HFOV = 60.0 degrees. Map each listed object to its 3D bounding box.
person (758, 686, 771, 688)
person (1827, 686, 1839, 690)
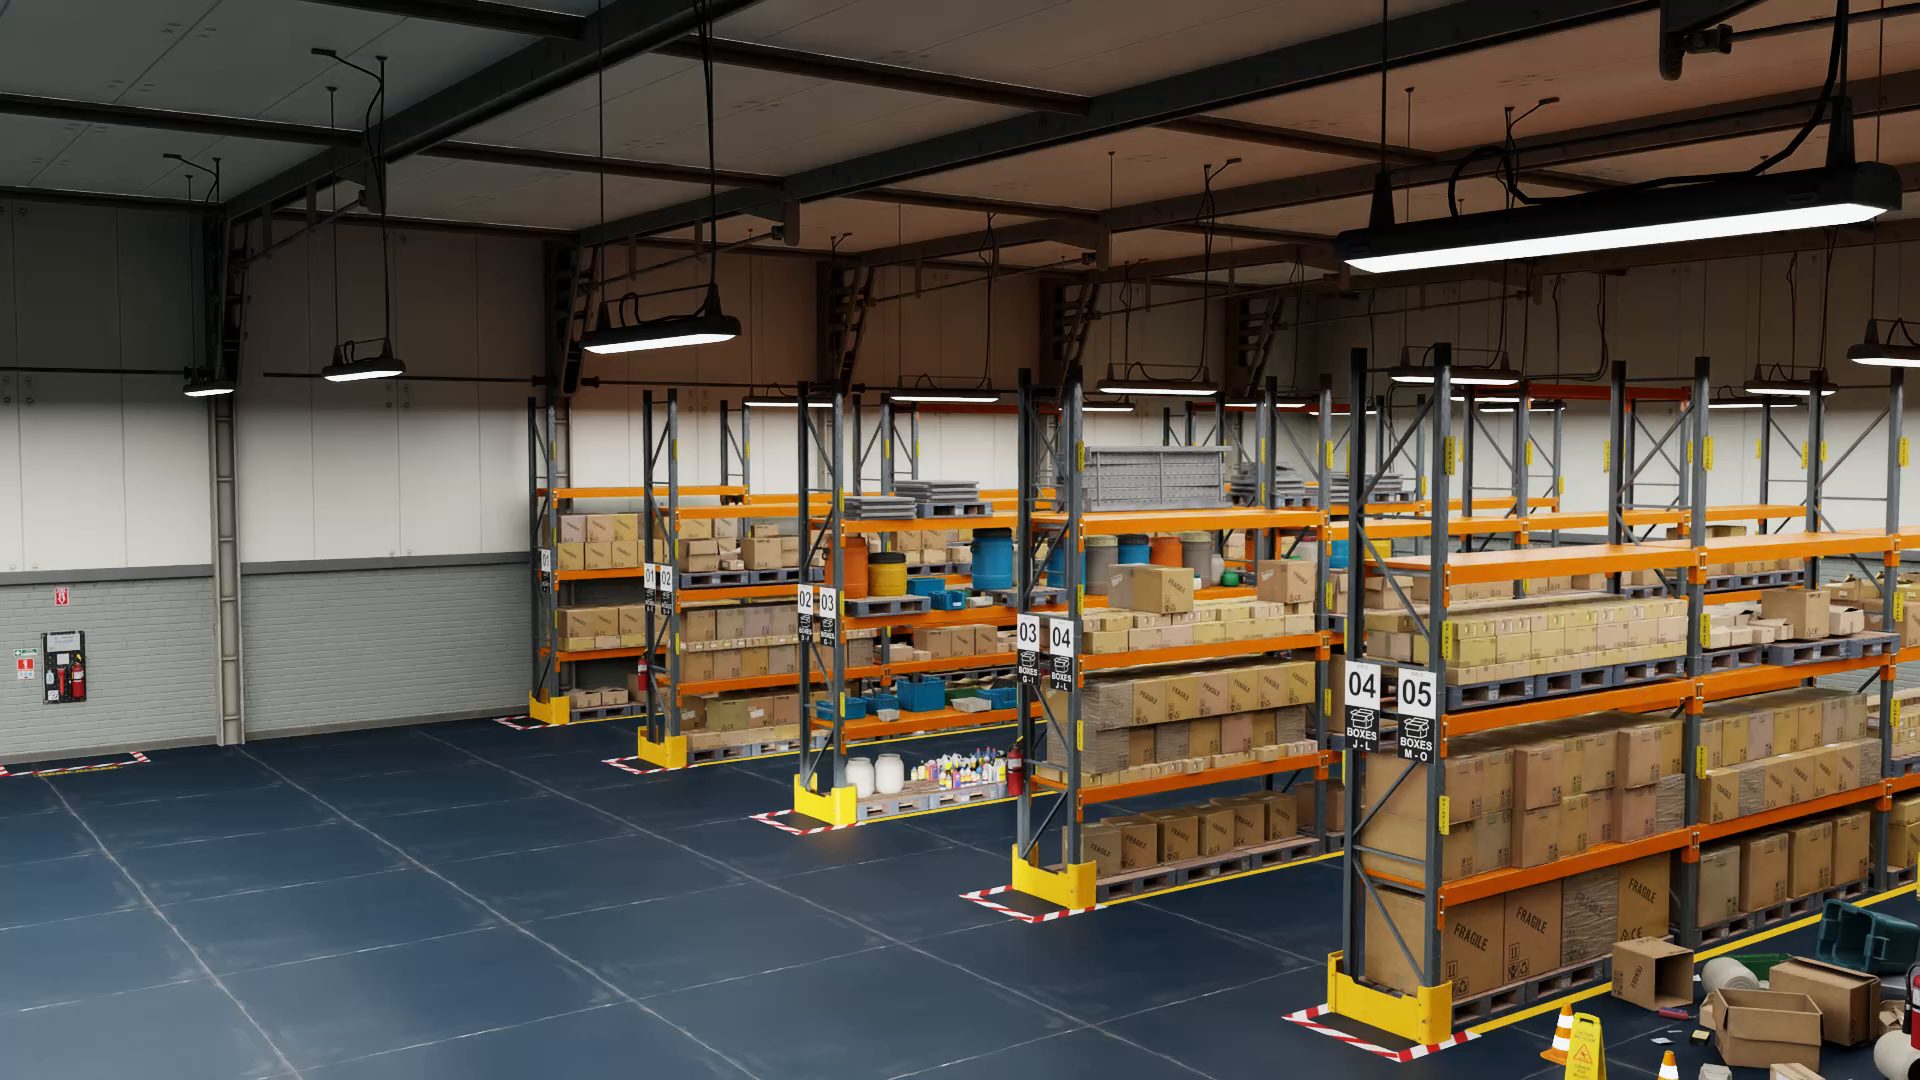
[{"bbox_3d":[-3.495,2.573,29.711,0.630,1.692,0.595,-1,4,-21],"label":"person"},{"bbox_3d":[12.724,2.930,24.298,0.412,1.585,0.561,2,4,33],"label":"person"}]
